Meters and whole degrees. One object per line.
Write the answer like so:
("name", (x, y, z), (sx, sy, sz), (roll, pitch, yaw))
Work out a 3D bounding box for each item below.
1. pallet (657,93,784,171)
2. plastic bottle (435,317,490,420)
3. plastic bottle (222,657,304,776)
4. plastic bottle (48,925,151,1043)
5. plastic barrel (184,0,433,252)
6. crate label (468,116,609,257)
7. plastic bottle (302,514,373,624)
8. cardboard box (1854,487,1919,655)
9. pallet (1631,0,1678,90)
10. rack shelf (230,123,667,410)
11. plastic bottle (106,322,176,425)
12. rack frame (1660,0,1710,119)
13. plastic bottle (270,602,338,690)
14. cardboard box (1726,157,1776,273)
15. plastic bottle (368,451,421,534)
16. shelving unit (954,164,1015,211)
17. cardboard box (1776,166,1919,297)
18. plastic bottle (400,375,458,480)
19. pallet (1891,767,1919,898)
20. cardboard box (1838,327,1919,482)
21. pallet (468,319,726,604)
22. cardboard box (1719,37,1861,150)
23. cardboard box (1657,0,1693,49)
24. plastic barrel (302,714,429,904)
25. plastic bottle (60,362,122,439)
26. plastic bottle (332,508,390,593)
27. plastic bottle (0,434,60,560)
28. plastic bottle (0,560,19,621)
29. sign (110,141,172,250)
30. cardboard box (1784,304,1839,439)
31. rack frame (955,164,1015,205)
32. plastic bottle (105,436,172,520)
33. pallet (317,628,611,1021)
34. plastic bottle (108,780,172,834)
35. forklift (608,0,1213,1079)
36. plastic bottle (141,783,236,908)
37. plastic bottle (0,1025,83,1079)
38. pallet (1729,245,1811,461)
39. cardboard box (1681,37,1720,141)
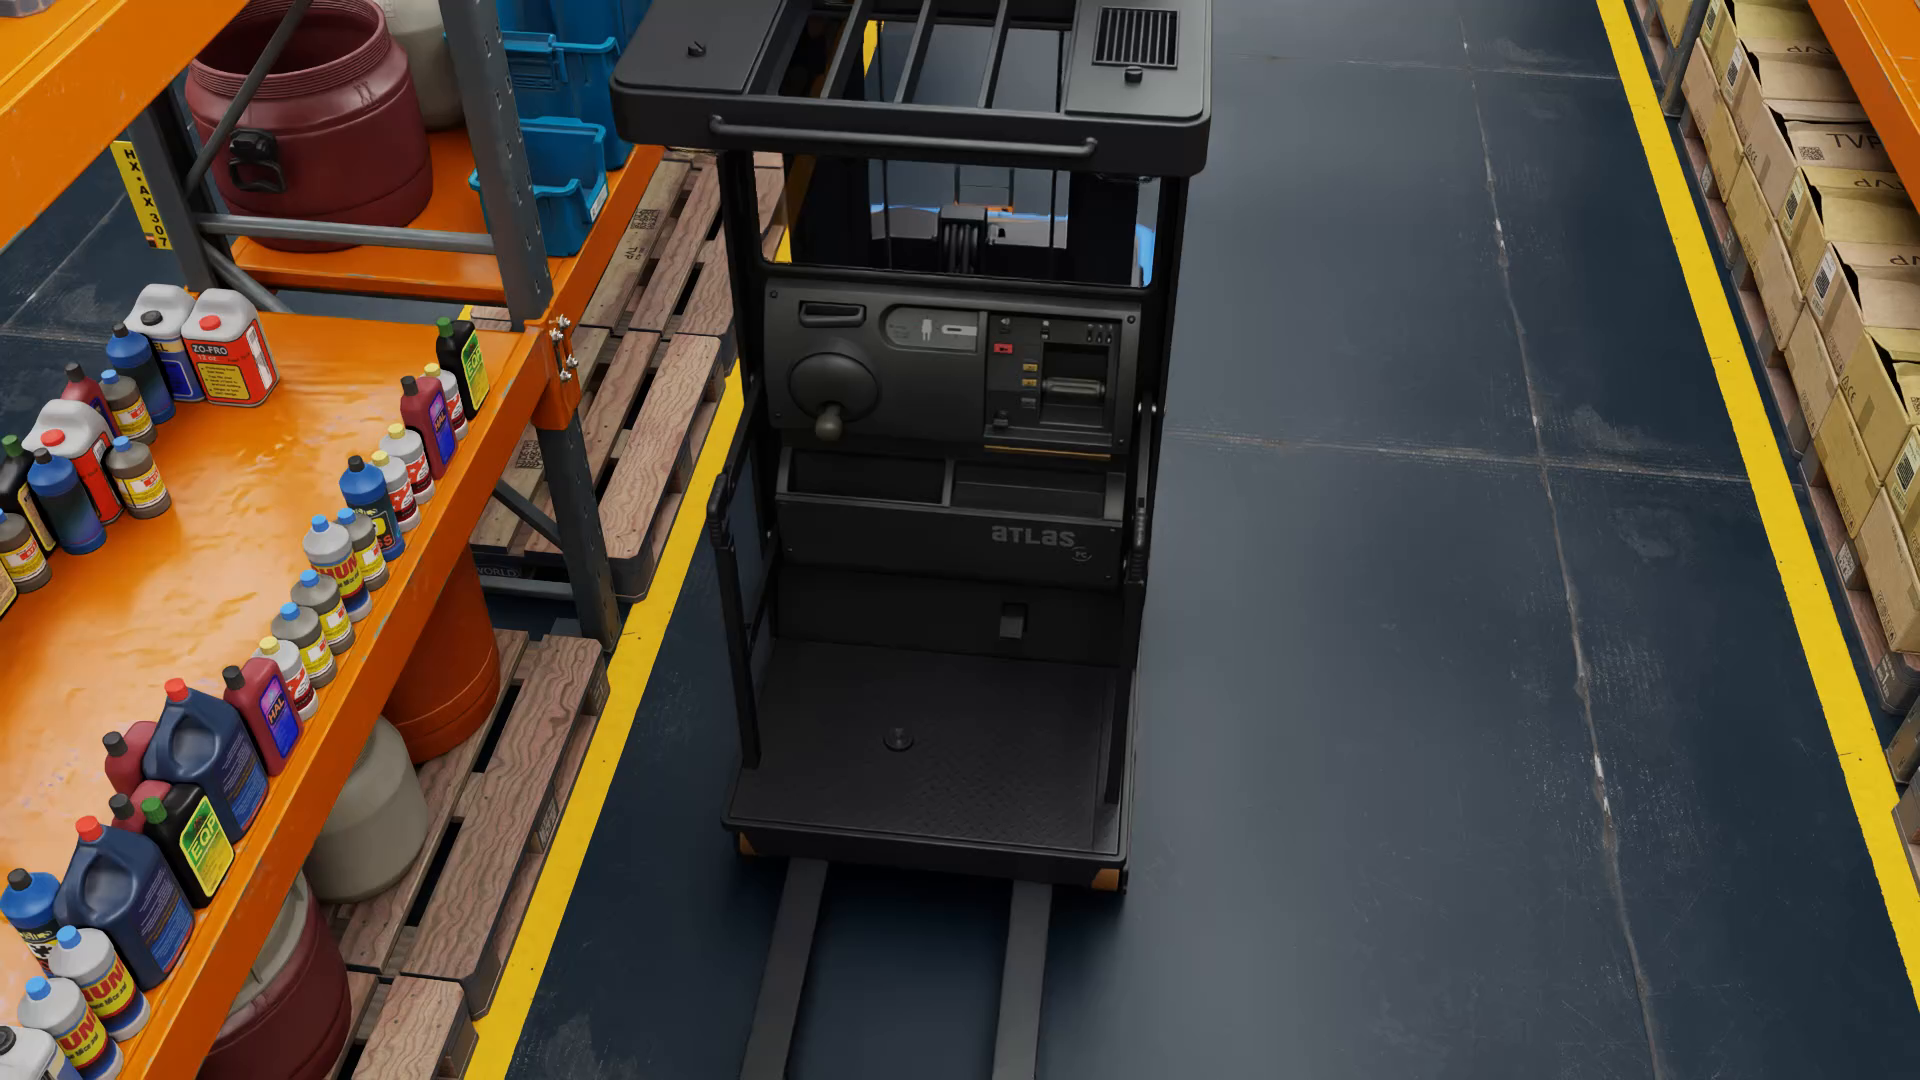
("pallet", (-1.145, -1.981, 7.688), (1.003, 0.211, 1.213), (5, 44, 6))
("plastic bottle", (-1.239, -0.449, 4.128), (0.061, 0.283, 0.133), (5, 44, 6))
("plastic bottle", (-1.391, 0.330, 3.305), (0.061, 0.283, 0.133), (5, 44, 6))
("plastic bottle", (-1.490, 0.754, 2.866), (0.097, 0.271, 0.097), (0, 43, 0))
("plastic barrel", (-1.848, -1.199, 4.736), (0.600, 0.536, 0.708), (5, 44, 6))
("crate label", (-1.182, -0.998, 4.744), (0.303, 0.233, 0.416), (5, 44, 6))
("plastic bottle", (-1.355, 0.055, 3.604), (0.097, 0.271, 0.097), (0, 43, 0))
("cardboard box", (3.128, 0.112, 5.144), (0.500, 0.250, 0.500), (6, 44, 7))
("pallet", (3.976, -2.605, 8.348), (1.003, 0.211, 1.213), (5, 44, 6))
("rack shelf", (-1.344, -1.908, 6.106), (1.077, 0.370, 4.000), (5, 44, 6))
("plastic bottle", (-2.029, -0.417, 4.103), (0.097, 0.271, 0.097), (0, 43, 0))
("rack frame", (3.829, -3.079, 6.820), (1.000, 3.000, 0.127), (5, 44, 6))
("plastic bottle", (-1.380, 0.213, 3.488), (0.097, 0.201, 0.097), (0, 43, 0))
("cardboard box", (3.396, -1.279, 6.614), (0.500, 0.250, 0.500), (4, 44, 4))
("plastic bottle", (-1.316, -0.119, 3.838), (0.097, 0.201, 0.097), (0, 43, 0))
("shelving unit", (0.069, -0.781, 5.811), (0.215, 1.050, 0.252), (5, 44, 5))
("cardboard box", (3.326, -1.130, 6.048), (0.500, 0.311, 0.500), (6, 44, 7))
("plastic bottle", (-1.270, -0.292, 3.961), (0.061, 0.283, 0.133), (5, 44, 6))
("pallet", (3.164, 1.165, 4.366), (1.003, 0.211, 1.213), (5, 44, 6))
("cardboard box", (3.188, -0.445, 5.325), (0.500, 0.311, 0.500), (5, 44, 5))
("pallet", (-1.468, -0.318, 5.932), (1.003, 0.211, 1.213), (5, 44, 6))
("cardboard box", (3.456, -1.837, 6.795), (0.500, 0.311, 0.500), (5, 44, 5))
("cardboard box", (3.674, -2.569, 7.976), (0.500, 0.250, 0.500), (5, 44, 6))
("plastic barrel", (-1.643, 0.673, 4.362), (0.421, 0.512, 0.421), (0, 43, 0))
("plastic bottle", (-2.075, -0.278, 3.947), (0.061, 0.283, 0.133), (5, 44, 6))
("plastic bottle", (-1.342, 0.014, 3.698), (0.097, 0.201, 0.097), (0, 43, 0))
("plastic bottle", (-2.111, -0.096, 3.754), (0.061, 0.283, 0.133), (5, 44, 6))
("plastic bottle", (-2.141, 0.062, 3.588), (0.061, 0.283, 0.133), (5, 44, 6))
("sign", (-2.155, -0.910, 4.411), (0.100, 0.325, 0.005), (5, 44, 6))
("cardboard box", (3.262, -0.582, 5.878), (0.500, 0.250, 0.500), (6, 44, 6))
("rack frame", (0.083, -0.864, 5.899), (0.200, 1.050, 0.008), (5, 44, 5))
("plastic bottle", (-1.921, -0.154, 3.876), (0.097, 0.201, 0.097), (0, 43, 0))
("pallet", (-1.672, 0.748, 4.807), (1.003, 0.211, 1.213), (5, 44, 6))
("plastic bottle", (-1.493, 0.541, 3.082), (0.061, 0.283, 0.133), (5, 44, 6))
("forklift", (-0.048, -0.333, 3.970), (1.130, 2.935, 3.031), (5, 44, 5))
("plastic bottle", (-1.433, 0.547, 3.076), (0.061, 0.283, 0.133), (5, 44, 6))
("plastic bottle", (-1.546, 0.895, 2.713), (0.152, 0.276, 0.135), (5, 44, 6))
("pallet", (3.612, -0.727, 6.365), (1.003, 0.211, 1.213), (5, 44, 6))
("cardboard box", (3.530, -1.981, 7.355), (0.500, 0.250, 0.500), (4, 44, 5))
